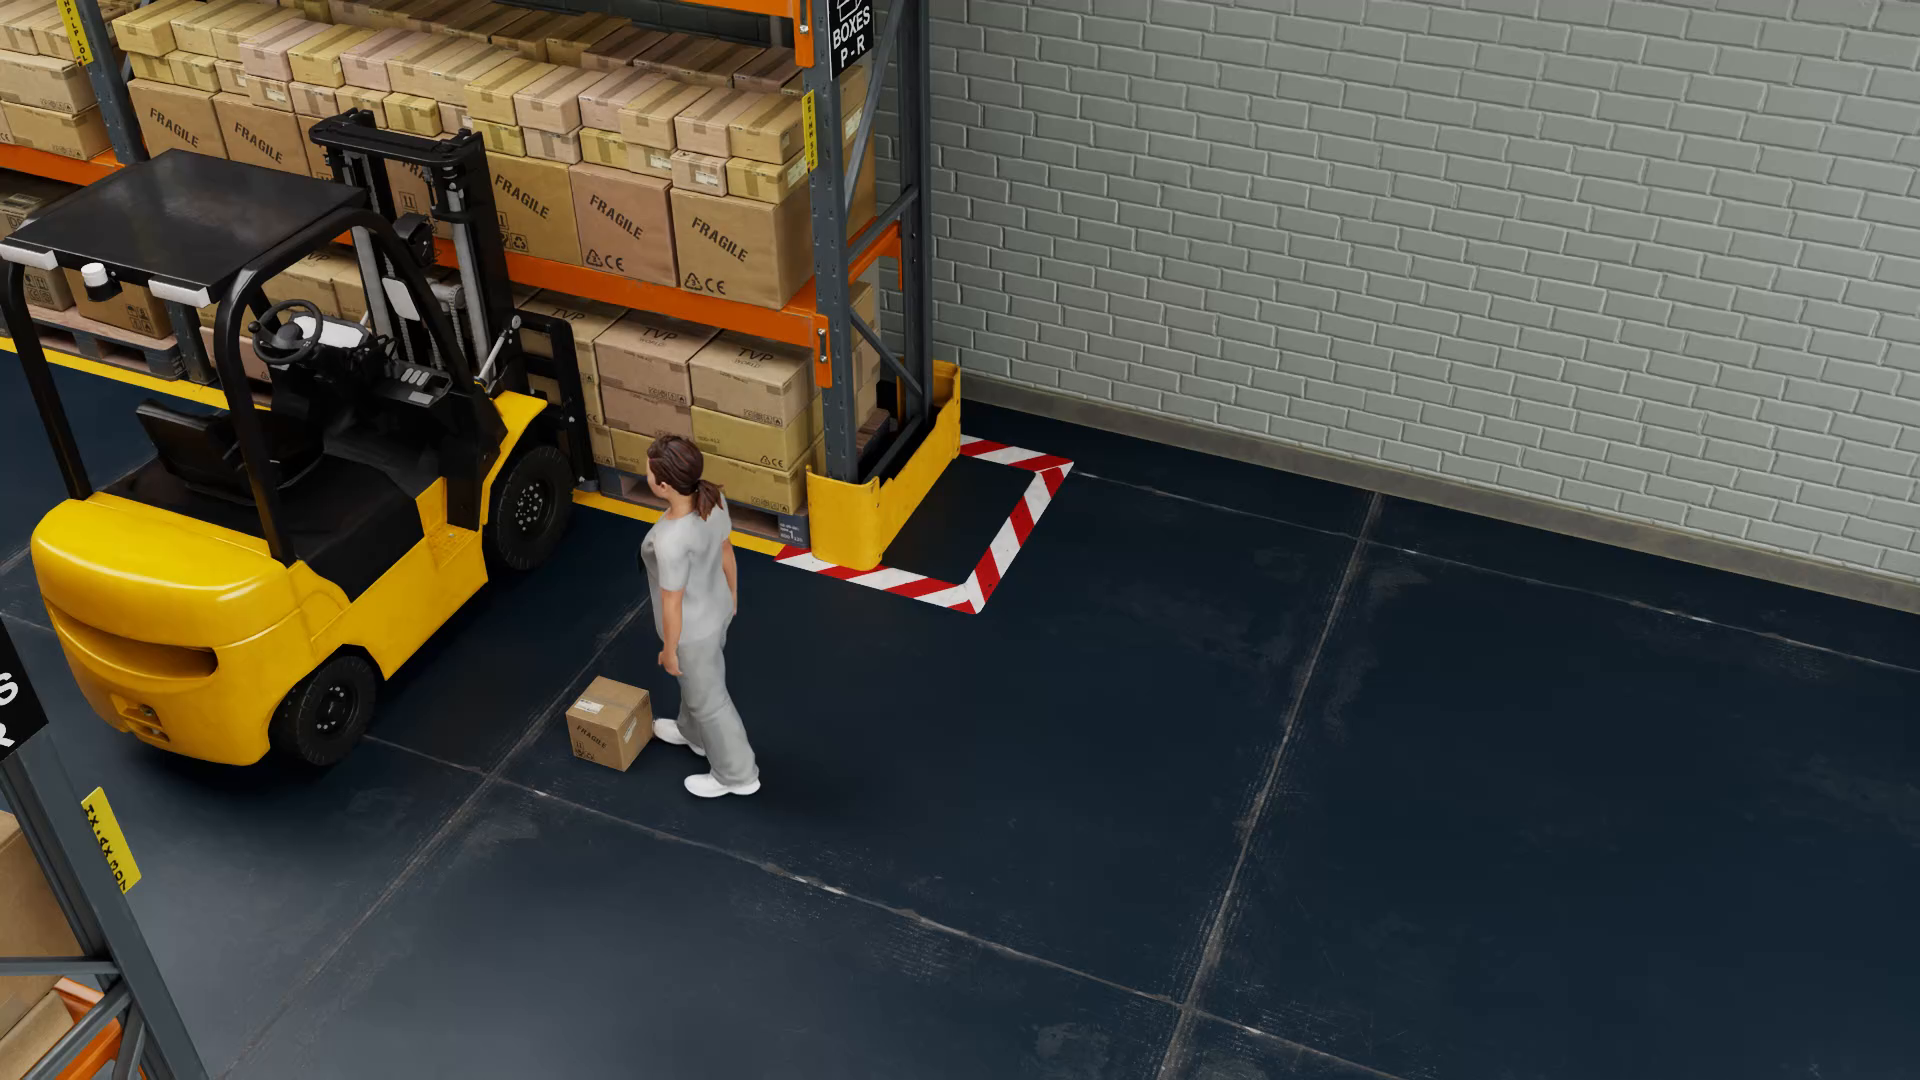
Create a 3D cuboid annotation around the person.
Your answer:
[{"bbox_3d":[-1.081,0.301,6.414,0.565,1.672,0.462,10,39,13],"label":"person"}]
